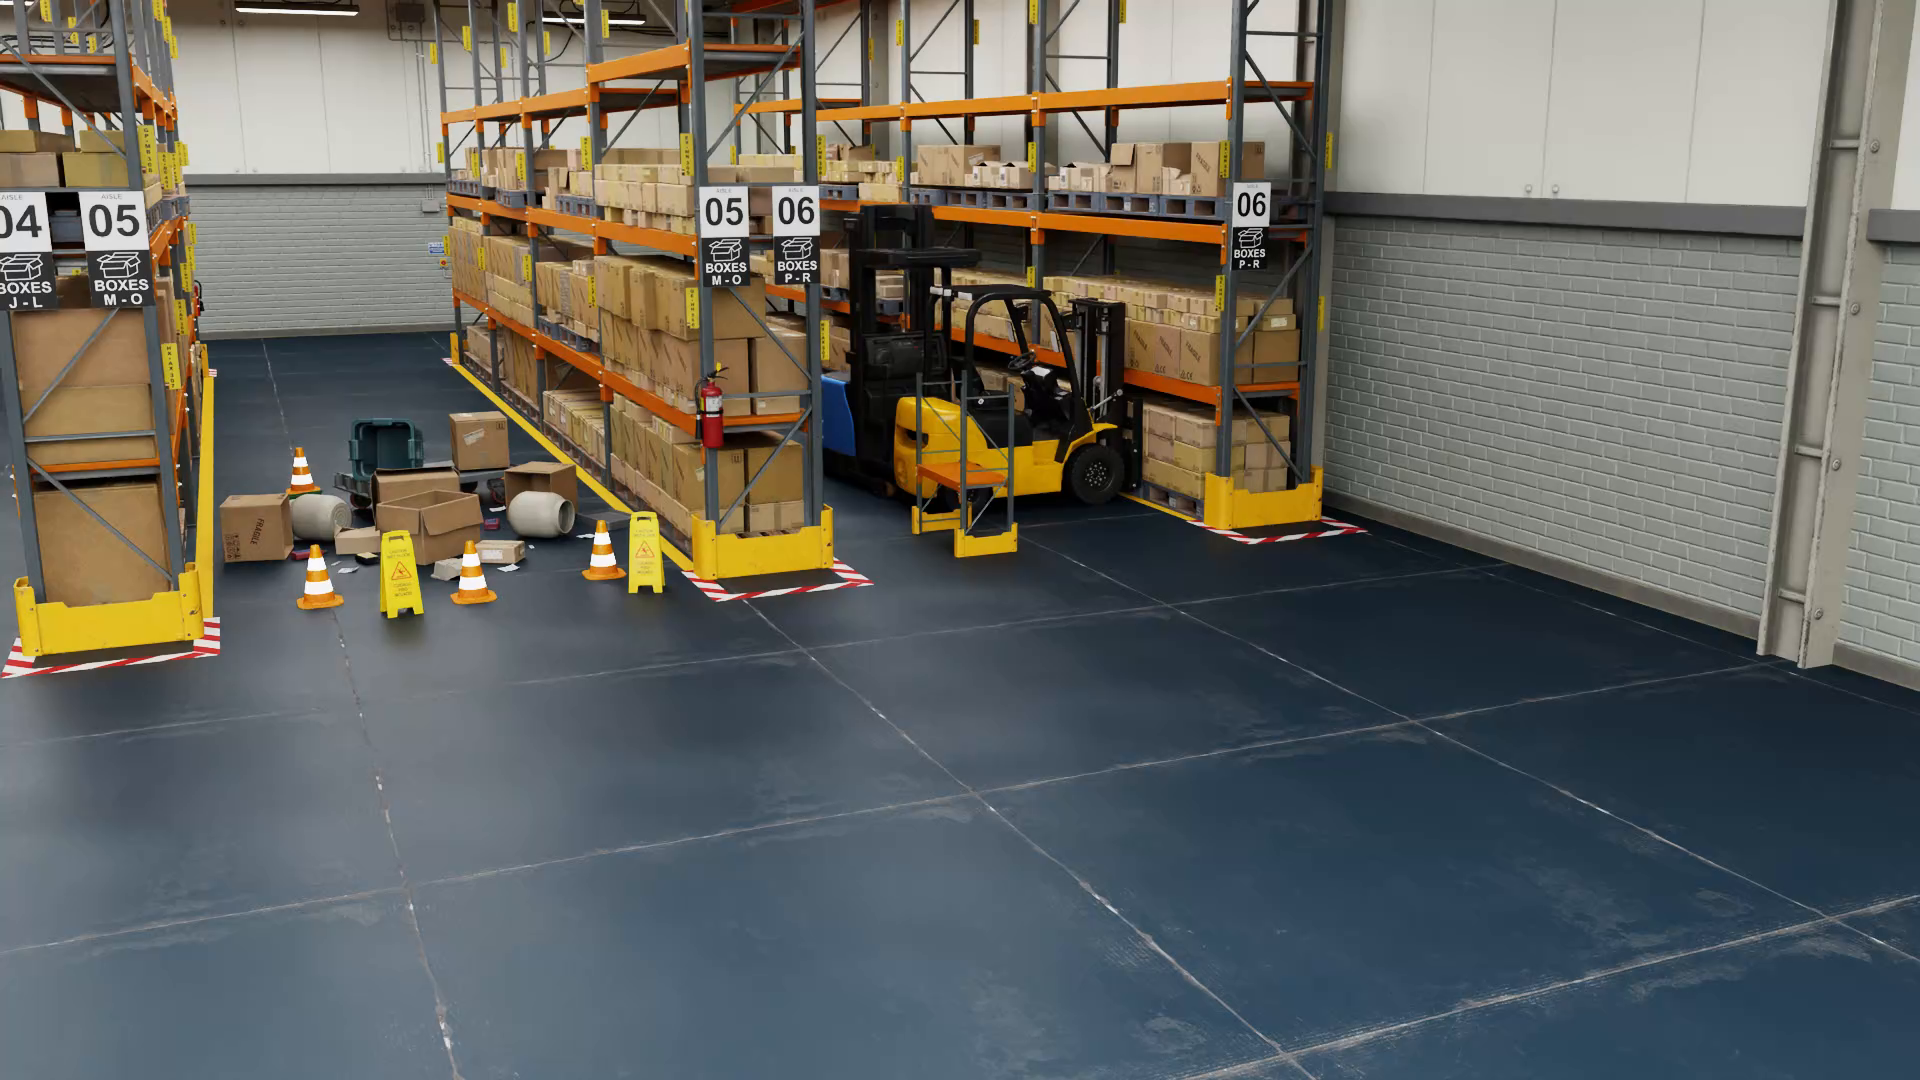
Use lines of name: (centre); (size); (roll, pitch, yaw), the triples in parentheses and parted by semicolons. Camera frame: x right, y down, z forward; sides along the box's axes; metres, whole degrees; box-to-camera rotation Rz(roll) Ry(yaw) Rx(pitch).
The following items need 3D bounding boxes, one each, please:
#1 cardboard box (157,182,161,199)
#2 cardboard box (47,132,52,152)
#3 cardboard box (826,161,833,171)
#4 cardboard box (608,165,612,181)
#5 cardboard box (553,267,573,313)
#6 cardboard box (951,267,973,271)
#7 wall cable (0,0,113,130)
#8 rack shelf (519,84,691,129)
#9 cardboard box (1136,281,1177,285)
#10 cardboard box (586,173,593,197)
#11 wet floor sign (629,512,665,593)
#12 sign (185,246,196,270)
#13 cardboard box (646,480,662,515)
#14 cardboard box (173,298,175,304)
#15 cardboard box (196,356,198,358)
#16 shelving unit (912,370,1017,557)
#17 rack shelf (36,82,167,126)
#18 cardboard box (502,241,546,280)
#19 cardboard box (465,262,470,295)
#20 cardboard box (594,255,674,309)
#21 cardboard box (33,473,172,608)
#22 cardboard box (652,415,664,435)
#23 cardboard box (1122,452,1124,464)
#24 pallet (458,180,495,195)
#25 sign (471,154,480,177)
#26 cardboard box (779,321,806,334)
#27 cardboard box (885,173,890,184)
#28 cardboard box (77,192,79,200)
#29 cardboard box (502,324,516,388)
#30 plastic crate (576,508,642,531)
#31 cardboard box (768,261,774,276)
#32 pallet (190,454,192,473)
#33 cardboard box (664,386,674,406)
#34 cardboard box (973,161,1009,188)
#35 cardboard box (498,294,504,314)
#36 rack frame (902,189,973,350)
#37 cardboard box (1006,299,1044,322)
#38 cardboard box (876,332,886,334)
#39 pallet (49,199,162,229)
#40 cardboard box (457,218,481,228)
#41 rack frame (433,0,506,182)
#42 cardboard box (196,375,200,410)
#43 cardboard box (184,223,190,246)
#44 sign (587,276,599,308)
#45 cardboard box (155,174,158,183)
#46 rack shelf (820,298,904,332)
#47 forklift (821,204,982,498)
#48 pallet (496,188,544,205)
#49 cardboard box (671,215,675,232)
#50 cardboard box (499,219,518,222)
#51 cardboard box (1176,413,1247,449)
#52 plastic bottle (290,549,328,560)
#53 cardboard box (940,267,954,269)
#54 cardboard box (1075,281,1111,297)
cardboard box: (-7.091, -2.996, 14.294); (0.380, 0.149, 0.250); (-5, 14, -22)
cardboard box: (-6.985, -2.958, 12.364); (0.380, 0.149, 0.250); (-6, 14, -23)
cardboard box: (-1.819, -5.606, 24.909); (0.380, 0.149, 0.250); (-6, 14, -24)
cardboard box: (-3.185, -3.550, 16.072); (0.380, 0.149, 0.250); (-6, 14, -25)
cardboard box: (-4.441, -2.918, 19.393); (0.500, 0.500, 0.500); (-5, 14, -22)
cardboard box: (0.019, -3.615, 22.556); (0.380, 0.149, 0.250); (-5, 14, -21)
wall cable: (-16.235, -9.577, 29.538); (2.277, 5.999, 0.120); (-6, 14, -23)
rack shelf: (-4.042, -4.814, 18.575); (1.077, 0.370, 4.000); (-6, 14, -23)
cardboard box: (2.134, -2.733, 18.086); (0.380, 0.149, 0.250); (-6, 14, -24)
cardboard box: (-3.608, -3.724, 17.436); (0.500, 0.250, 0.500); (-6, 14, -24)
wet floor sign: (-2.543, 0.086, 13.448); (0.267, 0.644, 0.232); (-1, 13, -4)
sign: (-10.433, -3.823, 22.549); (0.100, 0.325, 0.005); (-6, 14, -23)
cardboard box: (-2.624, -0.420, 15.579); (0.500, 0.250, 0.500); (-6, 14, -25)
cardboard box: (-9.348, -2.727, 19.346); (0.380, 0.149, 0.250); (-5, 14, -20)
cardboard box: (-11.555, -2.644, 24.755); (0.380, 0.149, 0.250); (-5, 14, -20)
shelving unit: (0.031, -0.715, 15.013); (0.587, 1.500, 1.083); (-6, 14, -23)
rack shelf: (-8.537, -4.346, 16.553); (1.077, 0.370, 4.000); (-6, 14, -23)
cardboard box: (-5.892, -3.783, 22.502); (0.500, 0.500, 0.500); (-6, 14, -24)
cardboard box: (-7.487, -4.116, 26.158); (0.500, 0.500, 0.500); (-5, 14, -21)
cardboard box: (-3.263, -2.594, 16.705); (0.700, 0.500, 0.500); (-6, 14, -24)
cardboard box: (-6.466, -0.033, 12.519); (0.875, 0.875, 0.875); (-6, 14, -23)
cardboard box: (-2.609, -1.062, 15.251); (0.380, 0.149, 0.250); (-5, 14, -21)
cardboard box: (1.819, -0.893, 17.622); (0.500, 0.250, 0.500); (-5, 14, -21)
pallet: (-7.248, -5.516, 25.975); (1.003, 0.211, 1.213); (-6, 14, -23)
sign: (-6.953, -5.378, 23.858); (0.100, 0.325, 0.005); (-6, 14, -23)
cardboard box: (-2.620, -3.409, 27.939); (0.700, 0.500, 0.500); (-6, 14, -25)
cardboard box: (-0.827, -5.045, 23.191); (0.380, 0.149, 0.250); (-5, 14, -22)
cardboard box: (-7.902, -3.042, 14.492); (0.380, 0.149, 0.250); (-6, 14, -24)
cardboard box: (-6.124, -2.725, 24.152); (0.875, 0.875, 0.875); (-5, 14, -21)
plastic crate: (-3.363, -0.203, 15.948); (0.402, 0.080, 0.583); (-12, 18, -42)
cardboard box: (-2.934, -4.593, 28.117); (0.500, 0.250, 0.500); (-6, 14, -24)
pallet: (-9.091, -0.854, 18.470); (1.003, 0.211, 1.213); (-6, 14, -23)
cardboard box: (-2.401, -1.280, 14.686); (0.380, 0.149, 0.250); (-5, 14, -22)
cardboard box: (0.485, -4.430, 20.130); (0.500, 0.311, 0.500); (-6, 14, -25)
cardboard box: (-6.112, -3.274, 23.078); (0.500, 0.250, 0.500); (-6, 14, -23)
rack frame: (-0.297, -3.299, 22.851); (1.000, 3.000, 0.127); (-6, 14, -23)
cardboard box: (0.875, -2.721, 19.580); (0.500, 0.250, 0.500); (-6, 14, -24)
cardboard box: (-1.284, -3.013, 24.789); (0.380, 0.149, 0.250); (-6, 14, -23)
pallet: (-7.418, -2.804, 14.256); (1.003, 0.211, 1.213); (-6, 14, -23)
cardboard box: (-7.868, -5.092, 26.719); (0.380, 0.149, 0.250); (-6, 14, -25)
rack frame: (-8.048, -7.425, 27.376); (1.000, 3.000, 0.127); (-6, 14, -23)
cardboard box: (-10.208, -1.959, 21.674); (0.500, 0.500, 0.500); (-6, 14, -24)
cardboard box: (-11.712, -4.432, 24.648); (0.500, 0.500, 0.500); (-5, 14, -20)
sign: (-3.748, -2.537, 16.990); (0.100, 0.325, 0.005); (-6, 14, -23)
cardboard box: (-7.101, -3.159, 14.114); (0.500, 0.250, 0.500); (-6, 14, -23)
rack shelf: (-1.098, -3.362, 24.718); (1.077, 0.370, 4.000); (-6, 14, -23)
forklift: (-0.459, -1.981, 17.309); (1.130, 2.935, 3.031); (-7, 15, -29)
pallet: (-5.600, -4.578, 22.145); (1.003, 0.211, 1.213); (-5, 14, -20)
cardboard box: (-2.243, -2.691, 14.129); (0.380, 0.149, 0.250); (-5, 14, -21)
cardboard box: (-7.071, -4.984, 26.254); (0.380, 0.149, 0.250); (-5, 14, -21)
cardboard box: (2.438, -1.065, 16.149); (0.500, 0.250, 0.500); (-5, 14, -21)
plastic bottle: (-5.711, 0.120, 14.598); (0.283, 0.061, 0.133); (-12, 18, -42)
cardboard box: (-0.360, -3.673, 23.313); (0.500, 0.500, 0.500); (-5, 14, -20)
cardboard box: (1.468, -2.729, 18.070); (0.380, 0.149, 0.250); (-5, 14, -22)
